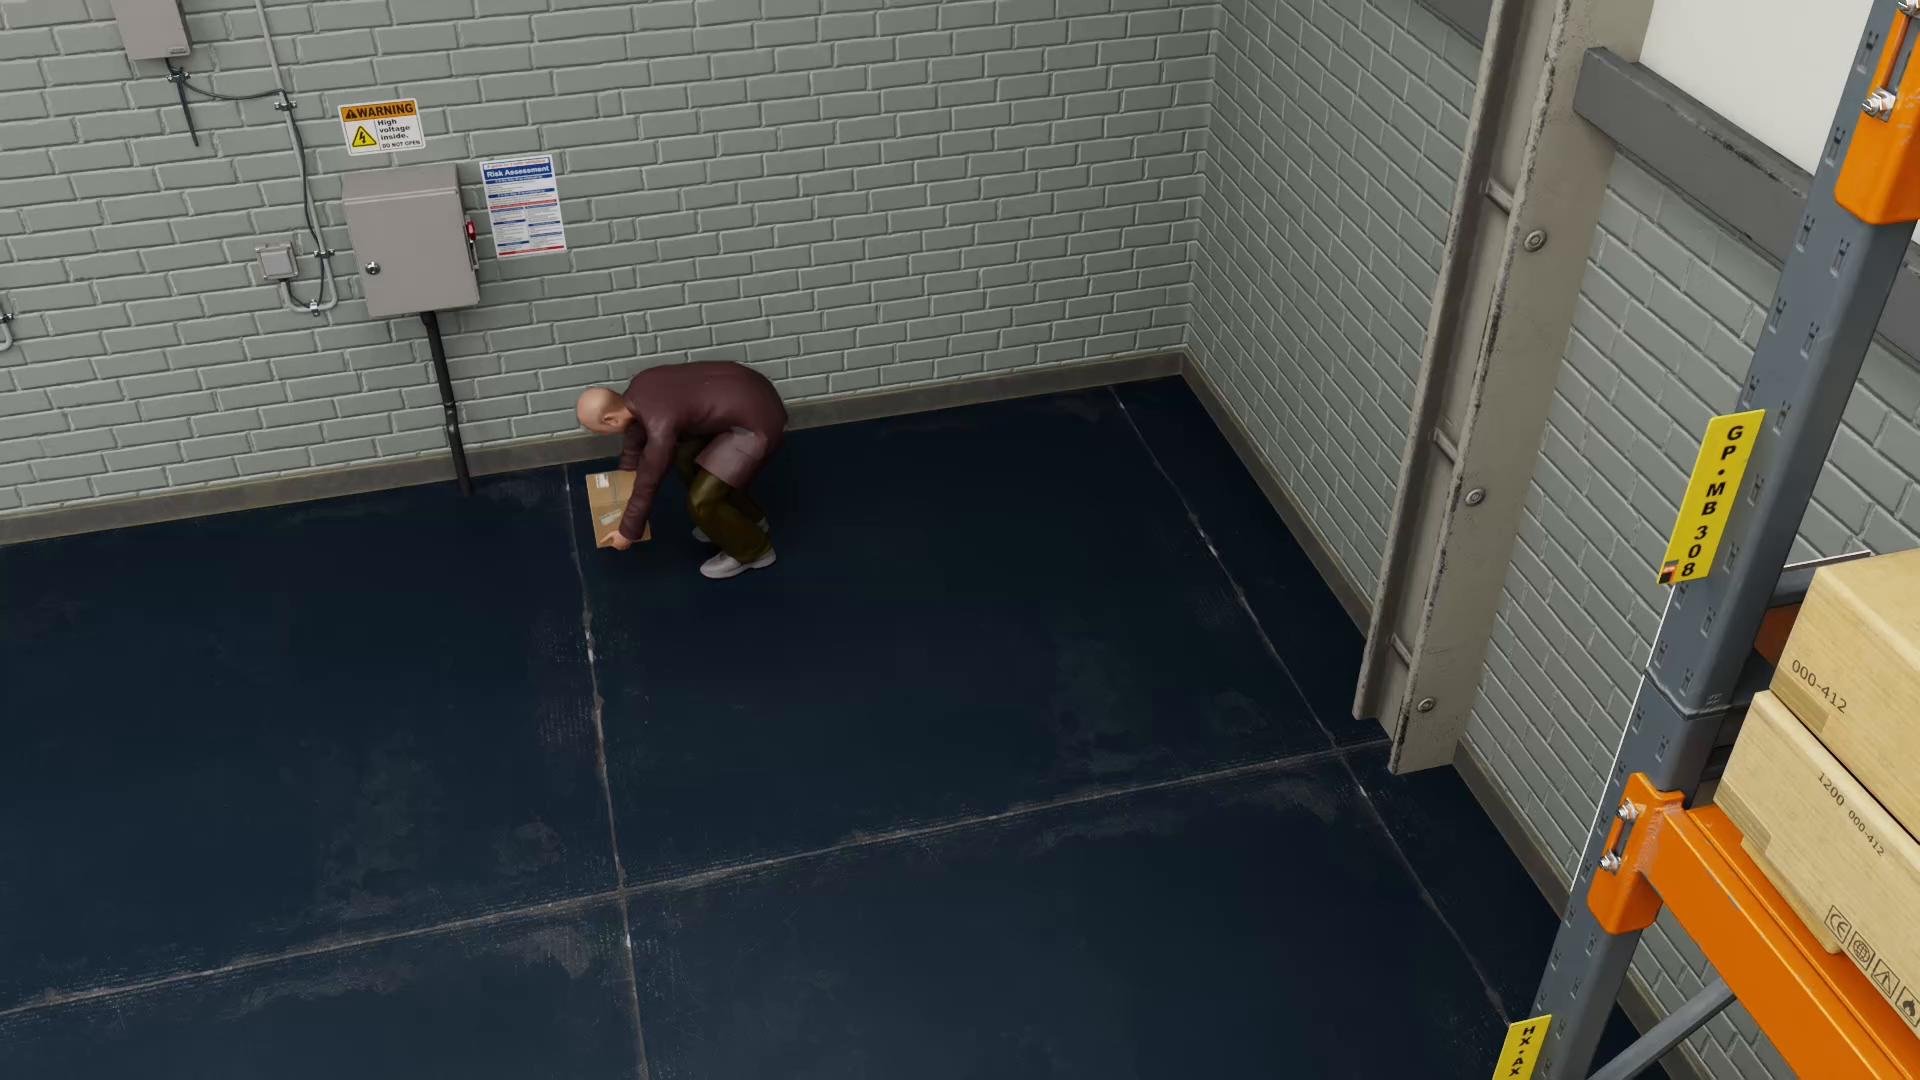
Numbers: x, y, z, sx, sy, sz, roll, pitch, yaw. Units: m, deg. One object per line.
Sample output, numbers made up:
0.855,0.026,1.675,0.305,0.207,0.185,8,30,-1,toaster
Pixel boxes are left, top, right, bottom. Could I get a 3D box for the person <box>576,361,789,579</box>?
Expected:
-1.257,-0.328,7.756,0.943,1.039,0.593,-11,39,-14,person
